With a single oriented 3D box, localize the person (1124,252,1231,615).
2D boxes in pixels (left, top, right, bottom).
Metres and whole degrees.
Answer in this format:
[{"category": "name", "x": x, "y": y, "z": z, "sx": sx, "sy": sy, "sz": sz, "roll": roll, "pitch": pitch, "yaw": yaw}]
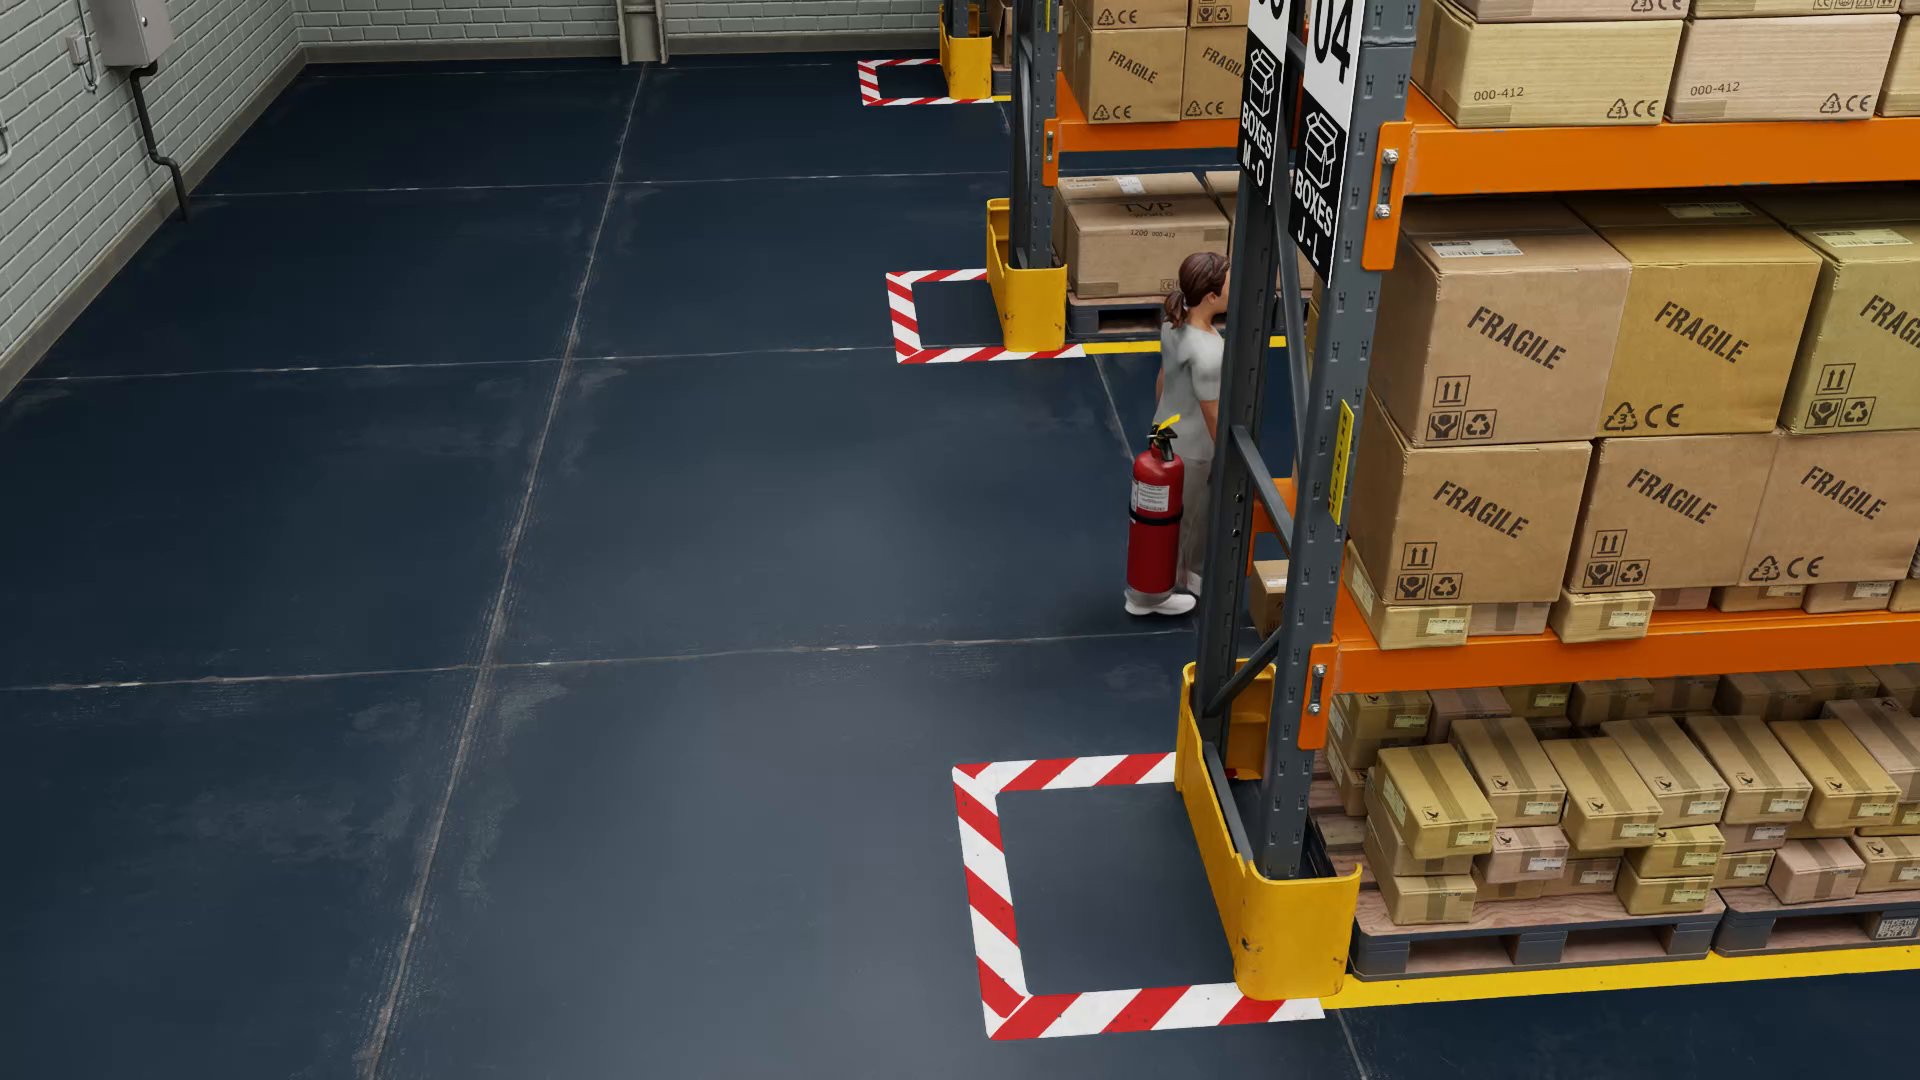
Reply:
[{"category": "person", "x": 0.965, "y": -0.375, "z": 6.749, "sx": 0.507, "sy": 1.694, "sz": 0.504, "roll": -3, "pitch": 31, "yaw": -5}]
